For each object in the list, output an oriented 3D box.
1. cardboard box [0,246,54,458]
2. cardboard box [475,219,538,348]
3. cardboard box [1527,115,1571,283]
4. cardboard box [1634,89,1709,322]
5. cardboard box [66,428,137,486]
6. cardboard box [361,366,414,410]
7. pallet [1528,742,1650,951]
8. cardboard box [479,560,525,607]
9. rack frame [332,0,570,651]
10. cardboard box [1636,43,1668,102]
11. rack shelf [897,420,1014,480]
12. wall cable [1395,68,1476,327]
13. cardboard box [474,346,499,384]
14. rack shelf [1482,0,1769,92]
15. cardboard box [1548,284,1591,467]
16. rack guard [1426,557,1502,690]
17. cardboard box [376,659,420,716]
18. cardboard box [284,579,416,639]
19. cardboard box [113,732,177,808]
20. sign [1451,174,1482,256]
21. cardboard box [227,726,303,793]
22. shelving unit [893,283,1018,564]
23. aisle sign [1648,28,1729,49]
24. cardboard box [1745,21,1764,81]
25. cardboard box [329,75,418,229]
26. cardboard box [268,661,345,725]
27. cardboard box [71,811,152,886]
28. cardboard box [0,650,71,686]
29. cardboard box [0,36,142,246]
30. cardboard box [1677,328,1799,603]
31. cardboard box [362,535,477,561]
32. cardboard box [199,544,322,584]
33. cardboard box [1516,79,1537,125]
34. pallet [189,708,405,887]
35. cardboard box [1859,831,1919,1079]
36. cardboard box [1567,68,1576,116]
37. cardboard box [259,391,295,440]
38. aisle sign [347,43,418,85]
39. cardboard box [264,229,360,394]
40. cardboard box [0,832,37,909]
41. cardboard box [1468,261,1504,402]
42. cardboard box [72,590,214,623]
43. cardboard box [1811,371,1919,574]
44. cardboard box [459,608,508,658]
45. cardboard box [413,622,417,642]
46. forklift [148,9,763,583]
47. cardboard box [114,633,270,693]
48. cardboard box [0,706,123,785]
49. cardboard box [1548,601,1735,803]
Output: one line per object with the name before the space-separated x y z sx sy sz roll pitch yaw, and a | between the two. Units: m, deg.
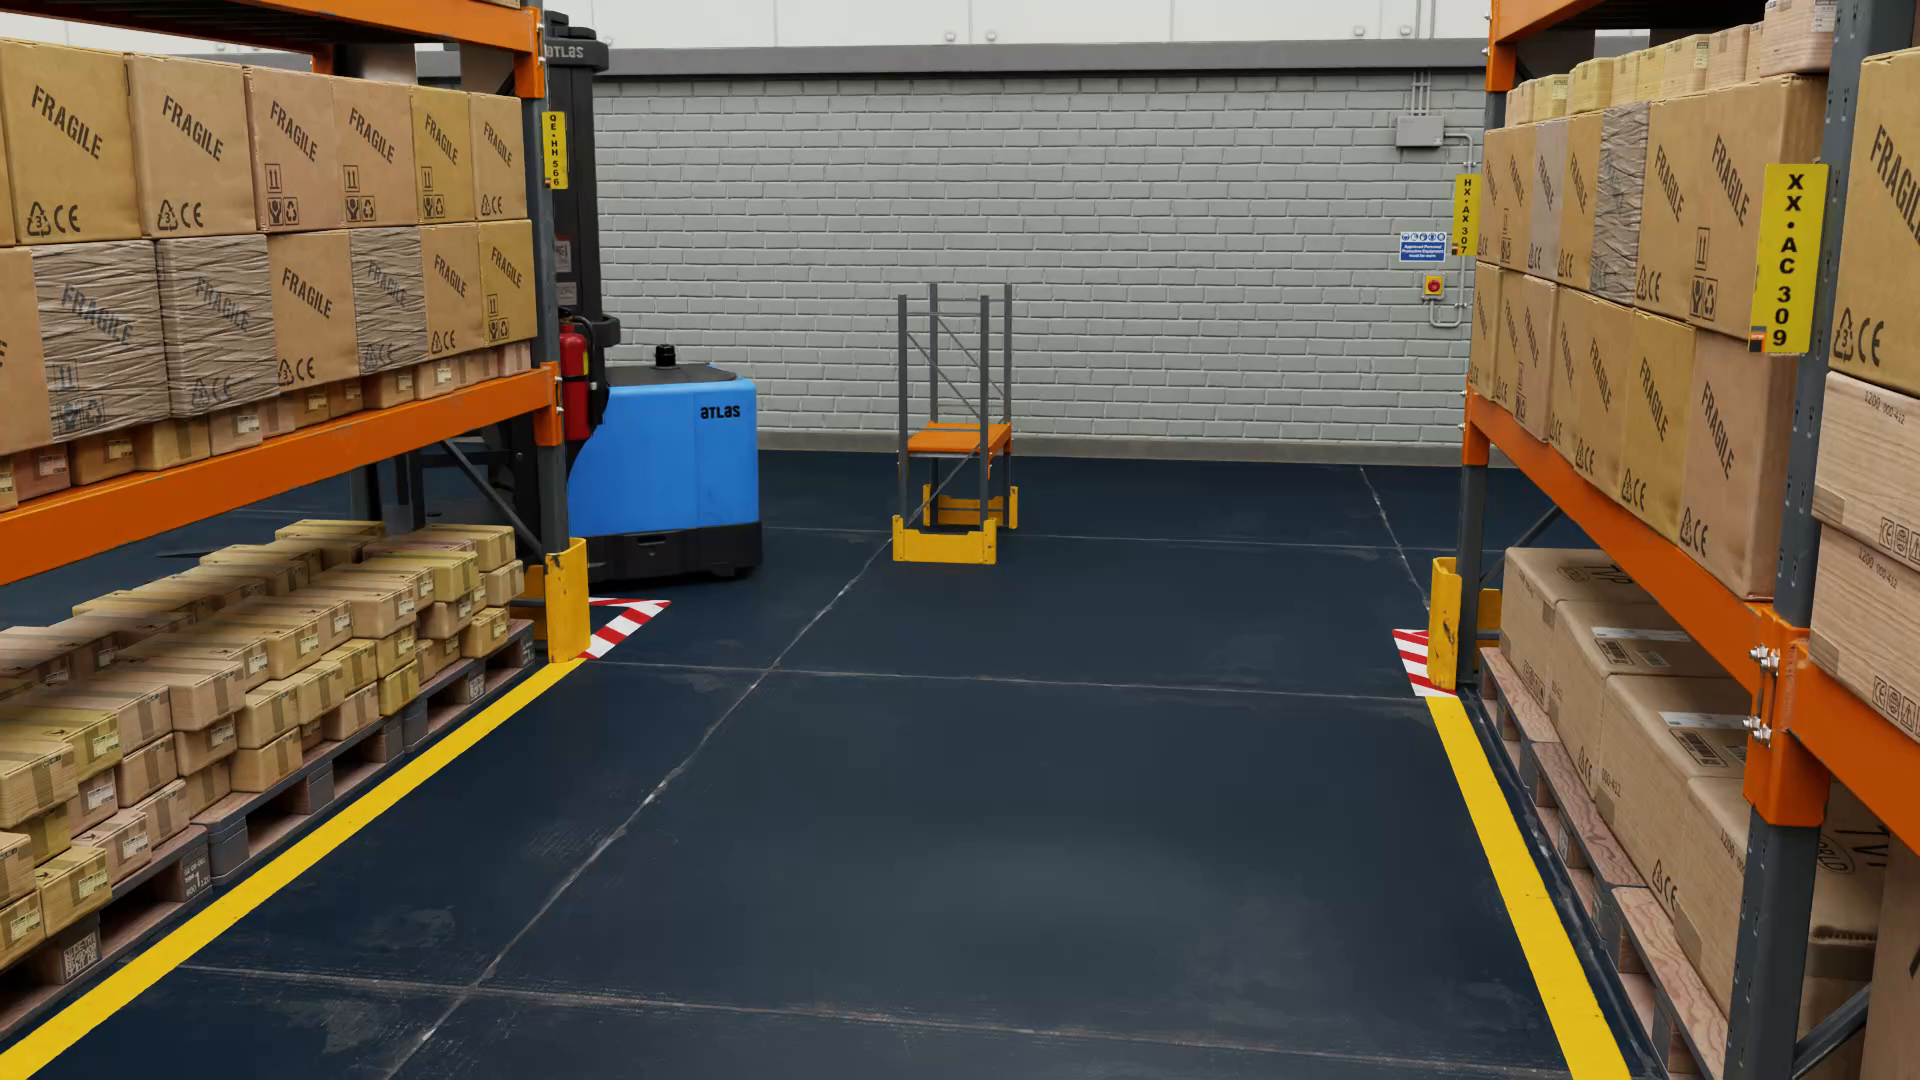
cardboard box | -2.584 -0.440 3.974 0.500 0.500 0.500 2 12 8
cardboard box | -2.109 -1.076 6.924 0.500 0.500 0.500 2 12 10
cardboard box | 2.113 -1.076 5.257 0.500 0.500 0.500 2 12 8
cardboard box | 1.883 -0.762 3.799 0.500 0.500 0.500 2 12 8
cardboard box | -2.539 -0.247 4.614 0.380 0.149 0.250 1 12 6
cardboard box | -2.250 -0.573 6.129 0.380 0.149 0.250 1 12 6
pallet | 2.377 0.941 5.127 1.003 0.211 1.213 2 12 9
cardboard box | -2.093 0.178 7.111 0.380 0.149 0.250 2 12 7
rack frame | -2.294 -0.984 7.439 1.000 3.000 0.127 2 12 9
cardboard box | 1.989 -1.205 4.315 0.380 0.149 0.250 2 12 7
rack shelf | -0.013 -0.540 9.791 0.538 0.185 1.000 2 12 9
wall cable | 3.457 -2.531 12.132 0.585 1.953 0.123 2 12 9
cardboard box | -2.140 -0.734 6.873 0.380 0.149 0.250 2 12 9
rack shelf | 2.305 -1.543 4.620 1.077 0.370 4.000 2 12 9
cardboard box | 2.048 -0.487 4.894 0.500 0.500 0.500 2 12 11
rack guard | 2.616 0.372 7.079 1.175 0.500 0.348 2 12 9
cardboard box | -2.237 0.537 6.153 0.380 0.149 0.250 1 12 6
cardboard box | -2.224 0.250 6.071 0.380 0.149 0.250 2 12 11
cardboard box | -2.541 0.663 4.861 0.380 0.149 0.250 1 12 6
sign | 2.065 -1.326 6.782 0.100 0.325 0.005 2 12 9
cardboard box | -2.376 0.700 5.394 0.380 0.149 0.250 2 12 7
shelving unit | -0.012 -0.717 9.762 0.587 1.500 1.083 2 12 9
aisle sign | 2.930 -2.120 6.541 0.394 0.787 0.004 2 12 9
cardboard box | 1.926 -1.044 3.568 0.380 0.149 0.250 2 12 9
cardboard box | -2.268 -1.350 5.819 0.500 0.500 0.500 3 12 12
cardboard box | -2.311 0.506 5.592 0.380 0.149 0.250 2 12 9
cardboard box | -2.508 0.863 4.640 0.380 0.149 0.250 2 12 8
cardboard box | -3.013 0.446 5.160 0.380 0.149 0.250 1 12 6
cardboard box | -2.535 -1.029 4.330 0.500 0.500 0.500 2 12 7
cardboard box | 1.816 -0.166 3.405 0.500 0.500 0.500 2 12 9
cardboard box | -2.221 0.082 6.849 0.380 0.149 0.250 2 12 10
cardboard box | -2.799 0.121 6.669 0.380 0.149 0.250 2 12 8
cardboard box | 2.161 -1.527 5.809 0.380 0.149 0.250 2 12 10
pallet | -2.656 0.816 5.705 1.003 0.211 1.213 2 12 9
cardboard box | 1.981 0.953 2.497 0.875 0.875 0.875 2 12 10
cardboard box | 2.070 -1.365 5.056 0.380 0.149 0.250 2 12 9
cardboard box | -2.393 -0.410 5.371 0.380 0.149 0.250 2 12 11
aisle sign | -2.579 -2.280 7.281 0.394 0.787 0.004 2 12 9
cardboard box | -2.349 -0.760 5.456 0.500 0.500 0.500 3 12 11
cardboard box | -2.537 0.827 4.102 0.380 0.149 0.250 2 12 11
cardboard box | 2.255 -0.803 6.361 0.500 0.500 0.500 2 12 8
cardboard box | -2.893 0.286 5.903 0.380 0.149 0.250 2 12 10
cardboard box | 1.651 -0.101 2.509 0.500 0.250 0.500 2 12 7
cardboard box | -2.109 0.378 6.892 0.380 0.149 0.250 2 12 10
cardboard box | -2.315 0.339 6.365 0.380 0.149 0.250 2 12 8
forklift | -2.642 -1.203 8.617 3.031 2.935 1.130 -5 13 -22
cardboard box | -2.463 0.407 5.344 0.380 0.149 0.250 1 12 6
cardboard box | -2.561 0.572 4.579 0.380 0.149 0.250 2 12 8
cardboard box | 2.477 0.534 5.480 0.875 0.438 0.875 2 12 10
